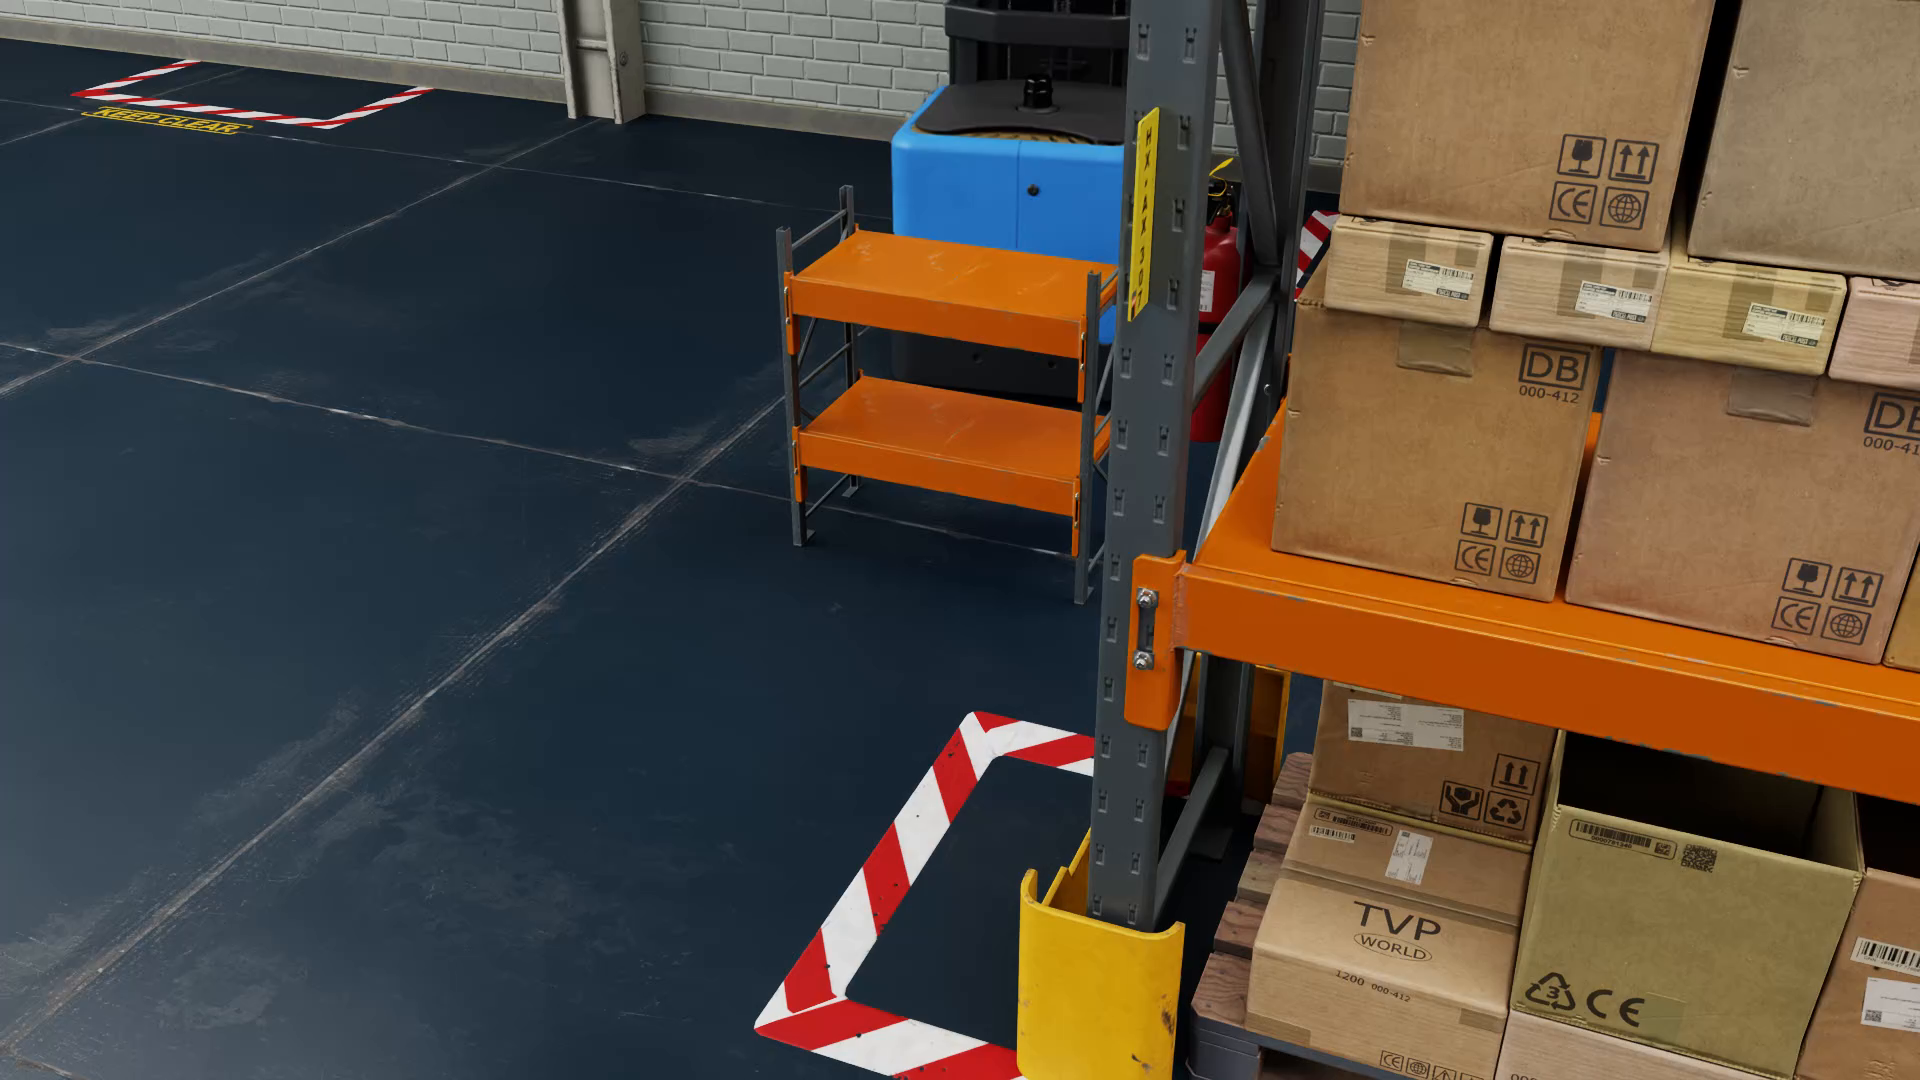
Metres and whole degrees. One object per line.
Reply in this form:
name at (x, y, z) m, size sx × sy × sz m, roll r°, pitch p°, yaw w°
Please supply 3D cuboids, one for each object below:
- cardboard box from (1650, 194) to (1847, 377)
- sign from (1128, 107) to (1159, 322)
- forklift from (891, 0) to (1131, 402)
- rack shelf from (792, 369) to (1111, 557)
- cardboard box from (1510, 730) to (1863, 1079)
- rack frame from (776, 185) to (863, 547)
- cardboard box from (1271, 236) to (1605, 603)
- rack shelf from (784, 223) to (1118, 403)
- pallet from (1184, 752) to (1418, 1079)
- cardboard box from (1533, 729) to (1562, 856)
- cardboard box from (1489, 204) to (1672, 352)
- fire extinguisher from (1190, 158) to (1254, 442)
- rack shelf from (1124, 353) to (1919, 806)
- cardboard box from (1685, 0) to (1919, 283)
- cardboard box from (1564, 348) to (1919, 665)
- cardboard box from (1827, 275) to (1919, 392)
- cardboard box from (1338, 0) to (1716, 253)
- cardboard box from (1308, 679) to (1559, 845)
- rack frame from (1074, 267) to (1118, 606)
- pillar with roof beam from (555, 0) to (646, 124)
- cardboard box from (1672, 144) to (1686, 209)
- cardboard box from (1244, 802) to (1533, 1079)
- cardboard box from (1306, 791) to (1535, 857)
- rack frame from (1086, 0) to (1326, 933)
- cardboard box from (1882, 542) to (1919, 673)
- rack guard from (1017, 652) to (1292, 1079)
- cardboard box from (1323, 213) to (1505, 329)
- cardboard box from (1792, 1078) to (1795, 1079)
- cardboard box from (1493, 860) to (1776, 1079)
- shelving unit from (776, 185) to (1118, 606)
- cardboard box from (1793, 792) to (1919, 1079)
cardboard box at (1.266, -0.418, 2.681) m, size 0.250 × 0.149 × 0.380 m, roll 11°, pitch 31°, yaw 19°
sign at (0.293, -0.517, 2.656) m, size 0.005 × 0.325 × 0.100 m, roll 11°, pitch 31°, yaw 19°
forklift at (0.548, -2.528, 7.243) m, size 1.130 × 2.935 × 3.031 m, roll 6°, pitch 30°, yaw 11°
rack shelf at (0.006, -0.276, 5.591) m, size 1.000 × 0.278 × 0.538 m, roll 11°, pitch 31°, yaw 19°
cardboard box at (1.384, 0.622, 3.206) m, size 0.500 × 0.500 × 0.500 m, roll 11°, pitch 31°, yaw 19°
rack frame at (-0.465, -0.582, 5.637) m, size 0.032 × 1.125 × 0.500 m, roll 11°, pitch 31°, yaw 19°
cardboard box at (0.935, -0.309, 3.147) m, size 0.500 × 0.500 × 0.700 m, roll 11°, pitch 31°, yaw 19°
rack shelf at (0.006, -0.743, 5.327) m, size 1.000 × 0.278 × 0.538 m, roll 11°, pitch 31°, yaw 19°
pallet at (1.231, 0.979, 3.804) m, size 1.213 × 0.211 × 1.003 m, roll 11°, pitch 31°, yaw 19°
cardboard box at (1.583, 0.708, 3.817) m, size 0.500 × 0.250 × 0.500 m, roll 11°, pitch 31°, yaw 19°
cardboard box at (1.035, -0.465, 2.764) m, size 0.250 × 0.149 × 0.380 m, roll 10°, pitch 31°, yaw 18°
fire extinguisher at (0.572, -0.558, 3.767) m, size 0.183 × 0.674 × 0.296 m, roll 11°, pitch 31°, yaw 19°
rack shelf at (2.360, 0.325, 2.857) m, size 4.000 × 0.370 × 1.077 m, roll 11°, pitch 31°, yaw 19°
cardboard box at (1.473, -0.769, 2.642) m, size 0.500 × 0.500 × 0.700 m, roll 10°, pitch 31°, yaw 18°
cardboard box at (1.423, -0.214, 2.979) m, size 0.500 × 0.500 × 0.700 m, roll 12°, pitch 32°, yaw 20°
cardboard box at (1.499, -0.371, 2.597) m, size 0.250 × 0.149 × 0.380 m, roll 11°, pitch 31°, yaw 18°
cardboard box at (0.984, -0.864, 2.810) m, size 0.500 × 0.500 × 0.700 m, roll 11°, pitch 31°, yaw 19°
cardboard box at (1.116, 0.294, 3.788) m, size 0.500 × 0.500 × 0.500 m, roll 11°, pitch 31°, yaw 19°
rack frame at (0.477, -0.394, 5.305) m, size 0.032 × 1.125 × 0.500 m, roll 11°, pitch 31°, yaw 19°
pillar with roof beam at (-3.838, -4.641, 4.815) m, size 0.400 × 9.000 × 9.100 m, roll 11°, pitch 31°, yaw 19°
cardboard box at (1.413, -0.605, 3.011) m, size 0.250 × 0.149 × 0.380 m, roll 11°, pitch 31°, yaw 18°
cardboard box at (0.920, 0.857, 3.553) m, size 0.500 × 0.250 × 0.500 m, roll 11°, pitch 31°, yaw 19°
cardboard box at (1.115, 0.621, 3.971) m, size 0.500 × 0.250 × 0.500 m, roll 11°, pitch 31°, yaw 19°
rack frame at (0.507, -0.358, 3.334) m, size 0.127 × 3.000 × 1.000 m, roll 11°, pitch 31°, yaw 19°
cardboard box at (1.881, -0.120, 2.812) m, size 0.500 × 0.500 × 0.700 m, roll 12°, pitch 31°, yaw 19°
rack guard at (0.485, 0.726, 3.957) m, size 0.348 × 0.500 × 1.175 m, roll 11°, pitch 31°, yaw 19°
cardboard box at (0.790, -0.513, 2.848) m, size 0.250 × 0.149 × 0.380 m, roll 11°, pitch 31°, yaw 19°
cardboard box at (1.848, 1.041, 3.228) m, size 0.500 × 0.250 × 0.500 m, roll 11°, pitch 31°, yaw 19°
cardboard box at (1.385, 0.948, 3.392) m, size 0.500 × 0.250 × 0.500 m, roll 11°, pitch 31°, yaw 19°
shelving unit at (0.006, -0.488, 5.471) m, size 1.048 × 1.125 × 0.538 m, roll 11°, pitch 31°, yaw 19°
cardboard box at (1.853, 0.709, 3.053) m, size 0.500 × 0.500 × 0.500 m, roll 11°, pitch 31°, yaw 19°
